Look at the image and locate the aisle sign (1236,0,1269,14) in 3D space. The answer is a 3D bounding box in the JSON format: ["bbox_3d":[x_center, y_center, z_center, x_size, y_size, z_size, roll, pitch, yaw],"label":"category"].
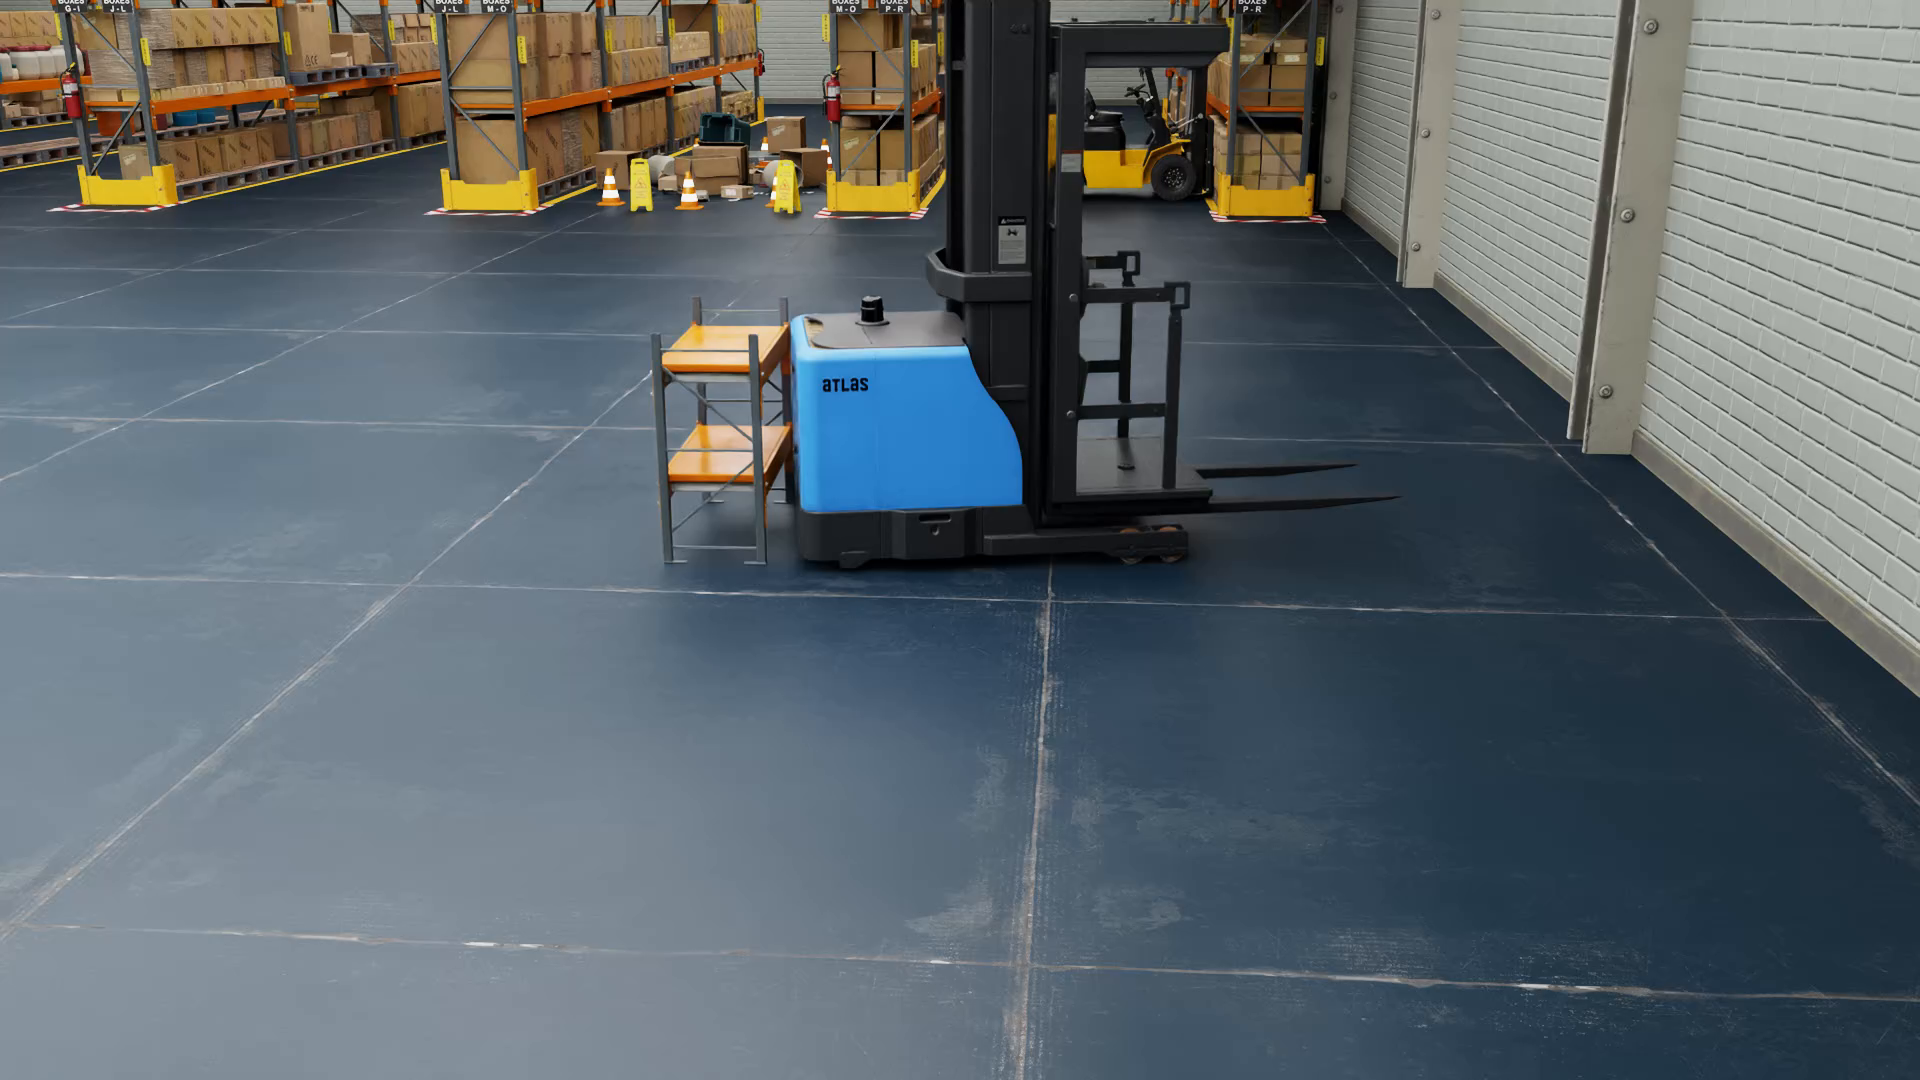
[{"bbox_3d":[3.541,-6.757,20.052,0.394,0.787,0.004,1,18,4],"label":"aisle sign"}]

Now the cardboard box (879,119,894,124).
[{"bbox_3d":[-1.203,-5.632,23.331,0.500,0.500,0.500,2,18,7],"label":"cardboard box"}]

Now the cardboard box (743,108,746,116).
[{"bbox_3d":[-4.722,-9.050,35.130,0.380,0.149,0.250,0,18,1],"label":"cardboard box"}]

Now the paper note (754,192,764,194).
[{"bbox_3d":[-2.819,-4.827,23.125,0.148,0.019,0.142,8,20,23],"label":"paper note"}]

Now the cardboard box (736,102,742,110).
[{"bbox_3d":[-4.752,-9.022,34.565,0.380,0.149,0.250,1,18,4],"label":"cardboard box"}]

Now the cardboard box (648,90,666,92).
[{"bbox_3d":[-5.618,-8.110,30.492,0.500,0.250,0.500,2,18,5],"label":"cardboard box"}]

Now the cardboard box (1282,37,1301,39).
[{"bbox_3d":[4.277,-6.533,21.864,0.380,0.149,0.250,1,18,3],"label":"cardboard box"}]

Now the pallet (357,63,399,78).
[{"bbox_3d":[-10.368,-8.036,28.439,1.213,0.211,1.003,1,18,4],"label":"pallet"}]

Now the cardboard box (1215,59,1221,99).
[{"bbox_3d":[3.720,-6.218,22.422,0.500,0.500,0.500,1,18,4],"label":"cardboard box"}]

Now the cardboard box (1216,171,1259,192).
[{"bbox_3d":[3.557,-4.581,21.329,0.500,0.250,0.500,1,18,4],"label":"cardboard box"}]

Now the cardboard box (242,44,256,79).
[{"bbox_3d":[-10.875,-7.005,24.345,0.875,0.500,0.500,1,18,4],"label":"cardboard box"}]

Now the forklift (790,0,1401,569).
[{"bbox_3d":[0.680,-1.443,8.119,3.031,2.935,1.130,-2,18,-7],"label":"forklift"}]

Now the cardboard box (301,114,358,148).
[{"bbox_3d":[-10.512,-6.815,27.712,0.700,0.500,0.500,3,18,9],"label":"cardboard box"}]

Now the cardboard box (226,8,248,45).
[{"bbox_3d":[-10.539,-7.316,23.690,0.500,0.500,0.500,1,18,4],"label":"cardboard box"}]

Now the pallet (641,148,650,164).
[{"bbox_3d":[-5.705,-6.263,27.197,1.003,0.211,1.213,1,18,4],"label":"pallet"}]

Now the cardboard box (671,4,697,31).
[{"bbox_3d":[-5.433,-10.267,32.696,0.500,0.500,0.500,1,18,2],"label":"cardboard box"}]

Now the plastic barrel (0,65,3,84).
[{"bbox_3d":[-15.320,-7.571,25.906,0.600,0.901,0.708,1,18,4],"label":"plastic barrel"}]

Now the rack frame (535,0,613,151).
[{"bbox_3d":[-5.770,-6.967,24.867,1.000,3.000,0.127,1,18,4],"label":"rack frame"}]

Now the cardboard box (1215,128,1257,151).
[{"bbox_3d":[3.592,-5.212,21.649,0.500,0.250,0.500,2,18,5],"label":"cardboard box"}]

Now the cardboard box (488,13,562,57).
[{"bbox_3d":[-5.868,-6.767,22.282,0.875,0.550,0.550,1,18,4],"label":"cardboard box"}]

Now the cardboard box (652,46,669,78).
[{"bbox_3d":[-5.248,-8.111,28.198,0.500,0.500,0.500,1,18,4],"label":"cardboard box"}]

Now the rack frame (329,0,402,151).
[{"bbox_3d":[-10.423,-8.351,29.092,1.000,3.000,0.127,1,18,4],"label":"rack frame"}]

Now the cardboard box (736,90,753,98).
[{"bbox_3d":[-4.695,-9.651,36.008,0.380,0.149,0.250,1,18,5],"label":"cardboard box"}]

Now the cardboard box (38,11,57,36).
[{"bbox_3d":[-19.593,-10.959,35.284,0.500,0.500,0.500,2,18,6],"label":"cardboard box"}]

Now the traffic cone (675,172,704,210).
[{"bbox_3d":[-3.500,-4.521,21.478,0.336,0.463,0.334,1,18,4],"label":"traffic cone"}]

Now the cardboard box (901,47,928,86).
[{"bbox_3d":[-0.704,-6.452,22.659,0.500,0.500,0.500,1,18,3],"label":"cardboard box"}]

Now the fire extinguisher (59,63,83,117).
[{"bbox_3d":[-11.465,-5.804,21.444,0.296,0.674,0.183,1,18,4],"label":"fire extinguisher"}]

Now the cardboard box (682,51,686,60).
[{"bbox_3d":[-5.177,-8.757,30.061,0.380,0.149,0.250,2,18,6],"label":"cardboard box"}]

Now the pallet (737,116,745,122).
[{"bbox_3d":[-5.099,-8.715,34.682,1.003,0.211,1.213,1,18,4],"label":"pallet"}]

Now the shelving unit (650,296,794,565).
[{"bbox_3d":[-1.171,-0.581,8.390,0.538,1.125,1.048,1,18,2],"label":"shelving unit"}]

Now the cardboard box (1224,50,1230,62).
[{"bbox_3d":[3.654,-6.325,21.707,0.380,0.149,0.250,1,18,2],"label":"cardboard box"}]

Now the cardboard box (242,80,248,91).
[{"bbox_3d":[-10.594,-6.607,24.174,0.380,0.149,0.250,1,18,4],"label":"cardboard box"}]

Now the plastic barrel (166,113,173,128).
[{"bbox_3d":[-15.313,-8.159,31.828,0.421,0.512,0.421,0,18,0],"label":"plastic barrel"}]

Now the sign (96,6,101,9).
[{"bbox_3d":[-19.178,-11.740,37.067,0.100,0.325,0.005,1,18,4],"label":"sign"}]

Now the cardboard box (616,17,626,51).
[{"bbox_3d":[-5.669,-7.960,26.133,0.700,0.500,0.500,1,18,4],"label":"cardboard box"}]

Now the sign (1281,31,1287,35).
[{"bbox_3d":[4.679,-7.215,24.107,0.100,0.325,0.005,1,18,4],"label":"sign"}]

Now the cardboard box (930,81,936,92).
[{"bbox_3d":[-0.556,-6.584,24.102,0.380,0.149,0.250,2,18,5],"label":"cardboard box"}]

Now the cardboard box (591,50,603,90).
[{"bbox_3d":[-5.785,-6.923,24.493,0.875,0.550,0.550,1,18,4],"label":"cardboard box"}]

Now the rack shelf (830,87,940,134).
[{"bbox_3d":[-0.969,-5.925,22.842,1.077,0.370,4.000,1,18,4],"label":"rack shelf"}]

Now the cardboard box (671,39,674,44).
[{"bbox_3d":[-5.240,-8.795,29.219,0.380,0.149,0.250,1,18,2],"label":"cardboard box"}]

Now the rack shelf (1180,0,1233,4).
[{"bbox_3d":[4.556,-9.725,29.623,1.077,0.370,4.000,1,18,4],"label":"rack shelf"}]

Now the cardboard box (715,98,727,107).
[{"bbox_3d":[-4.886,-8.765,33.305,0.380,0.149,0.250,2,18,7],"label":"cardboard box"}]

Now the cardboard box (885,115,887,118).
[{"bbox_3d":[-1.241,-6.071,23.628,0.380,0.149,0.250,2,18,6],"label":"cardboard box"}]

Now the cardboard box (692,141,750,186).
[{"bbox_3d":[-3.453,-5.416,23.926,0.797,0.637,0.503,1,18,4],"label":"cardboard box"}]

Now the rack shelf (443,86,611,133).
[{"bbox_3d":[-5.913,-6.004,23.083,1.077,0.370,4.000,1,18,4],"label":"rack shelf"}]

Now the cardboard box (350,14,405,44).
[{"bbox_3d":[-10.355,-9.102,29.612,0.797,0.503,0.637,2,18,6],"label":"cardboard box"}]

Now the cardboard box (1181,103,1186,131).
[{"bbox_3d":[4.372,-7.809,30.776,0.500,0.500,0.500,1,18,2],"label":"cardboard box"}]

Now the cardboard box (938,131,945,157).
[{"bbox_3d":[-0.742,-6.225,26.148,0.950,0.372,0.625,2,18,7],"label":"cardboard box"}]

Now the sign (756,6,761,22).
[{"bbox_3d":[-4.358,-11.375,35.955,0.100,0.325,0.005,1,18,4],"label":"sign"}]

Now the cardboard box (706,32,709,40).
[{"bbox_3d":[-5.031,-9.685,31.937,0.380,0.149,0.250,2,18,6],"label":"cardboard box"}]

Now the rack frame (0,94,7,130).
[{"bbox_3d":[-20.017,-9.816,33.562,1.000,3.000,0.127,1,18,4],"label":"rack frame"}]

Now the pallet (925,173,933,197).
[{"bbox_3d":[-0.923,-4.973,23.261,1.003,0.211,1.213,1,18,4],"label":"pallet"}]

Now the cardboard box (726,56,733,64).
[{"bbox_3d":[-4.830,-9.740,33.733,0.380,0.149,0.250,2,18,5],"label":"cardboard box"}]

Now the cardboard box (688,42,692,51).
[{"bbox_3d":[-5.142,-9.060,30.507,0.380,0.149,0.250,2,18,6],"label":"cardboard box"}]
